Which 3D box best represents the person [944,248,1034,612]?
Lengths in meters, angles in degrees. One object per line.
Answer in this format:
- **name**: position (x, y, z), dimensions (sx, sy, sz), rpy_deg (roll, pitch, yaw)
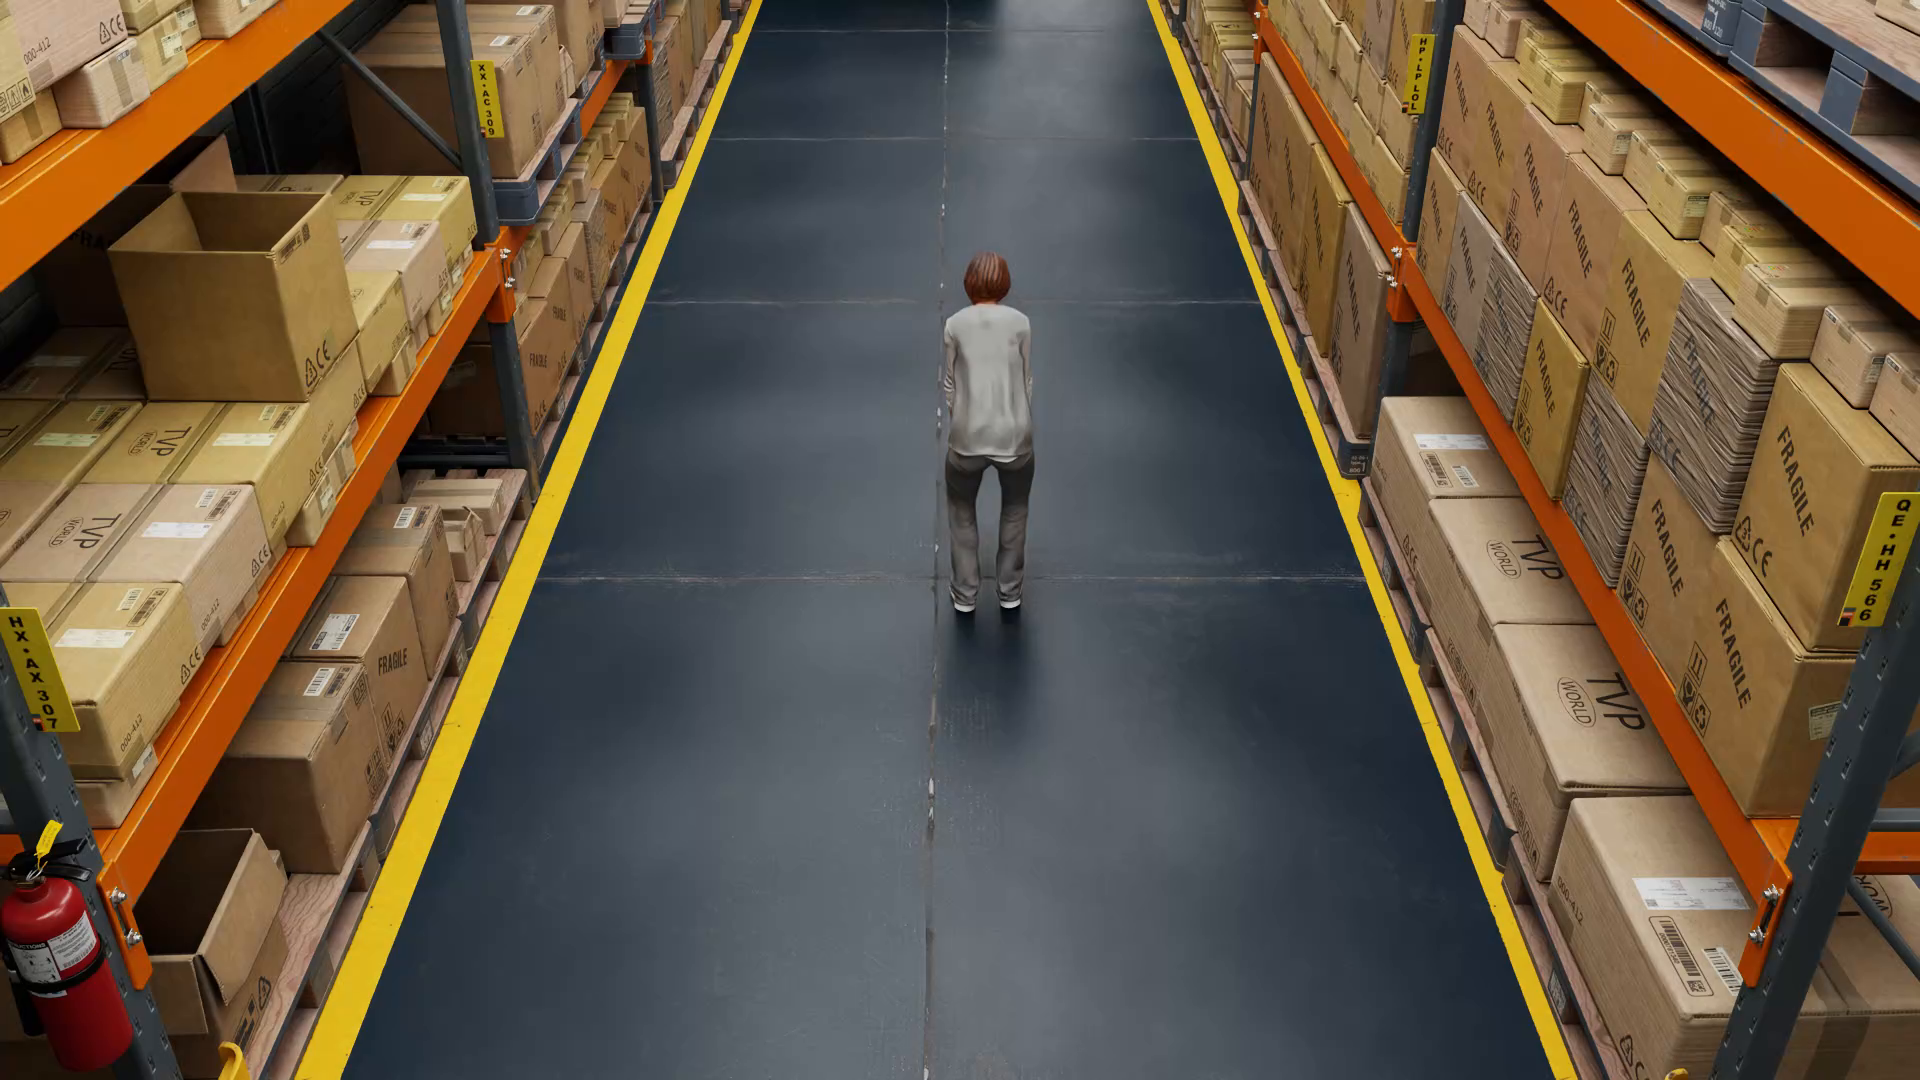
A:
- **person**: position (0.120, -0.418, 6.898), dimensions (0.371, 1.515, 0.550), rpy_deg (-1, 32, -1)
